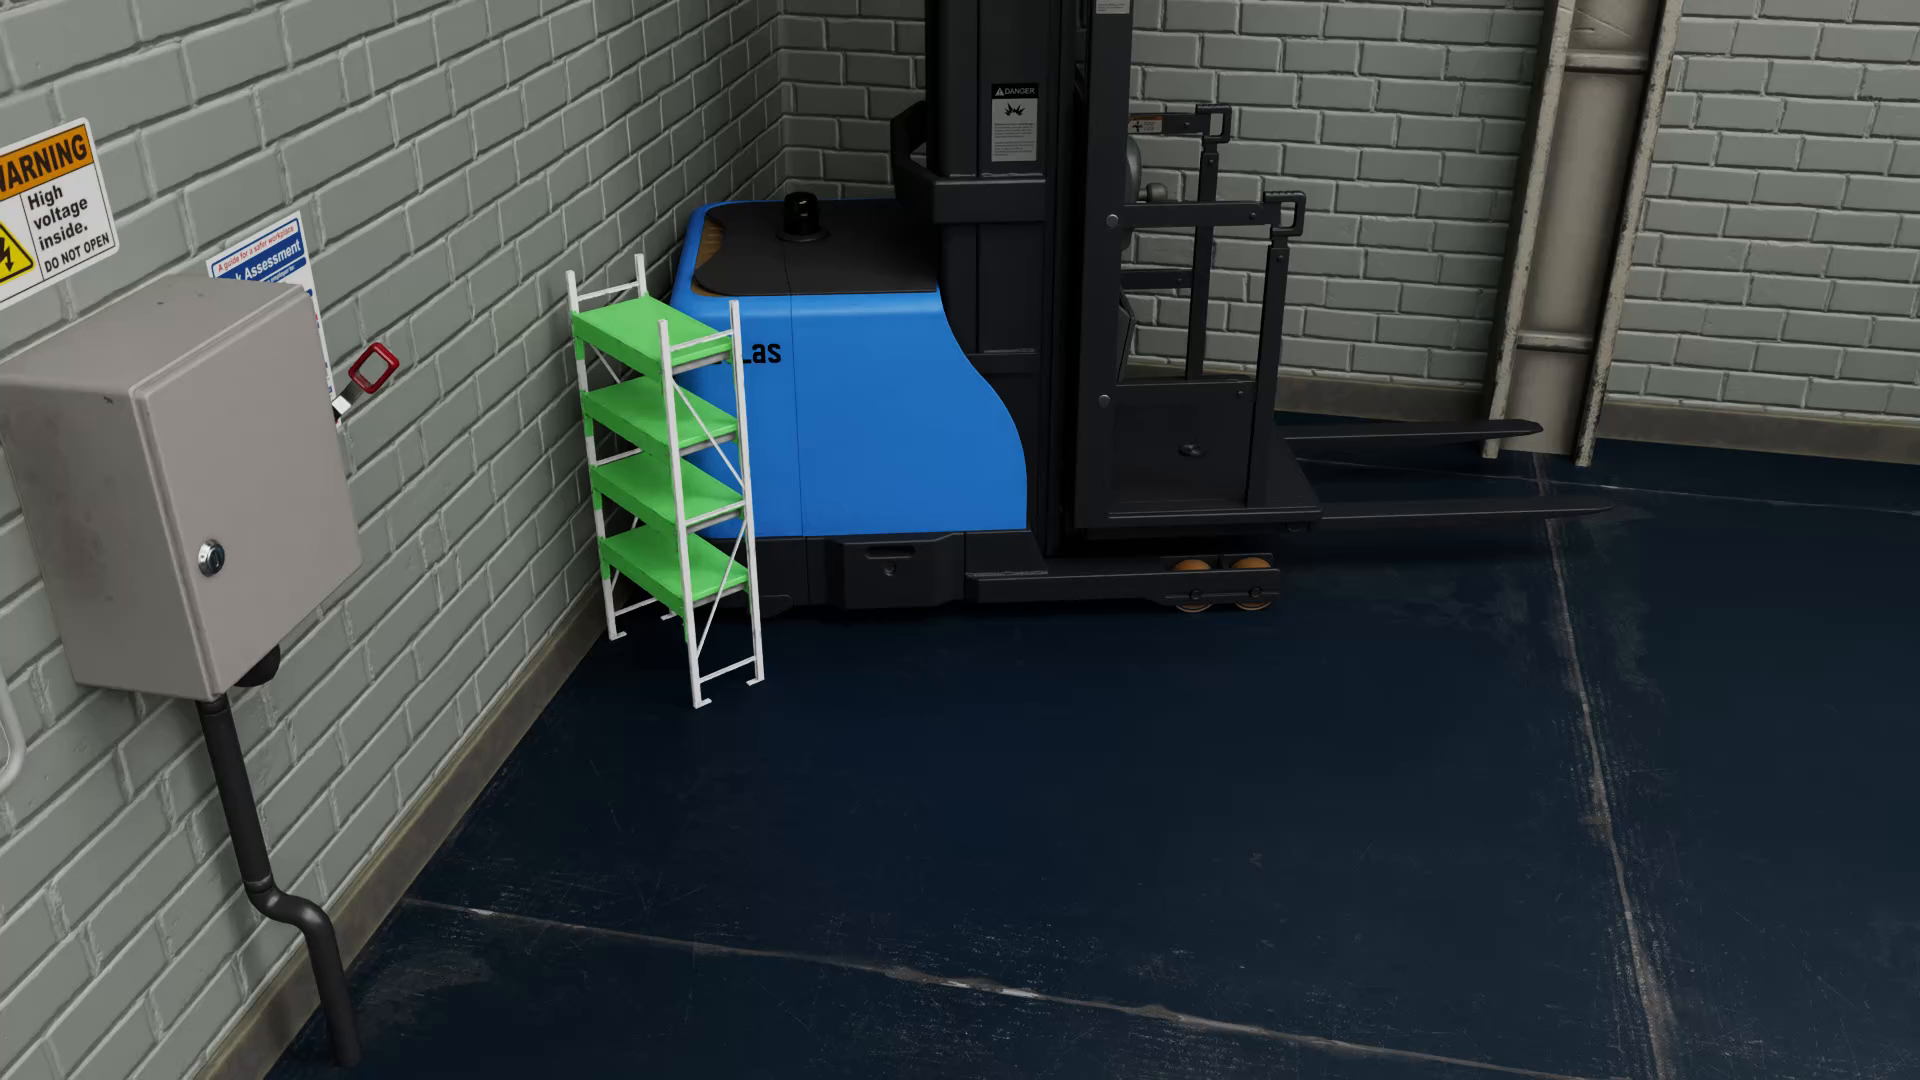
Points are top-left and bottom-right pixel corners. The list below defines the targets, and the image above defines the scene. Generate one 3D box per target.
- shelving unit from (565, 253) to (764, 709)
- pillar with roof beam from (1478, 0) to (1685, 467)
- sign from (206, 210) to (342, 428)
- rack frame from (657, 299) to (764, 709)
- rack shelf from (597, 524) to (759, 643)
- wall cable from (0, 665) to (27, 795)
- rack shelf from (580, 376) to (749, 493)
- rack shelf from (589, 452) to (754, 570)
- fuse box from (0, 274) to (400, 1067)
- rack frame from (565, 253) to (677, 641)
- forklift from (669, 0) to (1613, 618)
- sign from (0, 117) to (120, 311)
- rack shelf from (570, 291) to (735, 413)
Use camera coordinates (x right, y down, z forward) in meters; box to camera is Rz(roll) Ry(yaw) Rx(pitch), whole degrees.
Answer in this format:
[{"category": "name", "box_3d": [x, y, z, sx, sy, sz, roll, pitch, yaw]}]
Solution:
[{"category": "shelving unit", "box_3d": [-0.841, -0.163, 4.798, 0.258, 1.200, 0.503, -22, 36, -34]}, {"category": "pillar with roof beam", "box_3d": [1.310, -2.293, 0.568, 0.400, 9.000, 9.100, 6, 29, 11]}, {"category": "sign", "box_3d": [-1.413, -0.396, 3.448, 0.001, 0.494, 0.329, 6, 29, 11]}, {"category": "rack frame", "box_3d": [-0.684, -0.073, 4.635, 0.240, 1.200, 0.015, -22, 36, -34]}, {"category": "rack shelf", "box_3d": [-0.841, 0.104, 4.944, 0.258, 0.148, 0.480, -22, 36, -34]}, {"category": "wall cable", "box_3d": [-1.610, -0.326, 2.163, 0.122, 1.984, 0.588, 6, 29, 11]}, {"category": "rack shelf", "box_3d": [-0.841, -0.317, 4.713, 0.258, 0.148, 0.480, -22, 36, -34]}, {"category": "rack shelf", "box_3d": [-0.841, -0.107, 4.829, 0.258, 0.148, 0.480, -22, 36, -34]}, {"category": "fuse box", "box_3d": [-1.314, 0.380, 3.273, 0.414, 1.711, 0.539, 6, 29, 11]}, {"category": "rack frame", "box_3d": [-0.999, -0.252, 4.961, 0.240, 1.200, 0.015, -22, 36, -34]}, {"category": "forklift", "box_3d": [0.622, -1.306, 5.084, 3.031, 2.935, 1.130, -2, 29, -4]}, {"category": "sign", "box_3d": [-1.528, -0.542, 2.756, 0.001, 0.242, 0.339, 6, 29, 11]}, {"category": "rack shelf", "box_3d": [-0.841, -0.528, 4.598, 0.258, 0.148, 0.480, -22, 36, -34]}]
